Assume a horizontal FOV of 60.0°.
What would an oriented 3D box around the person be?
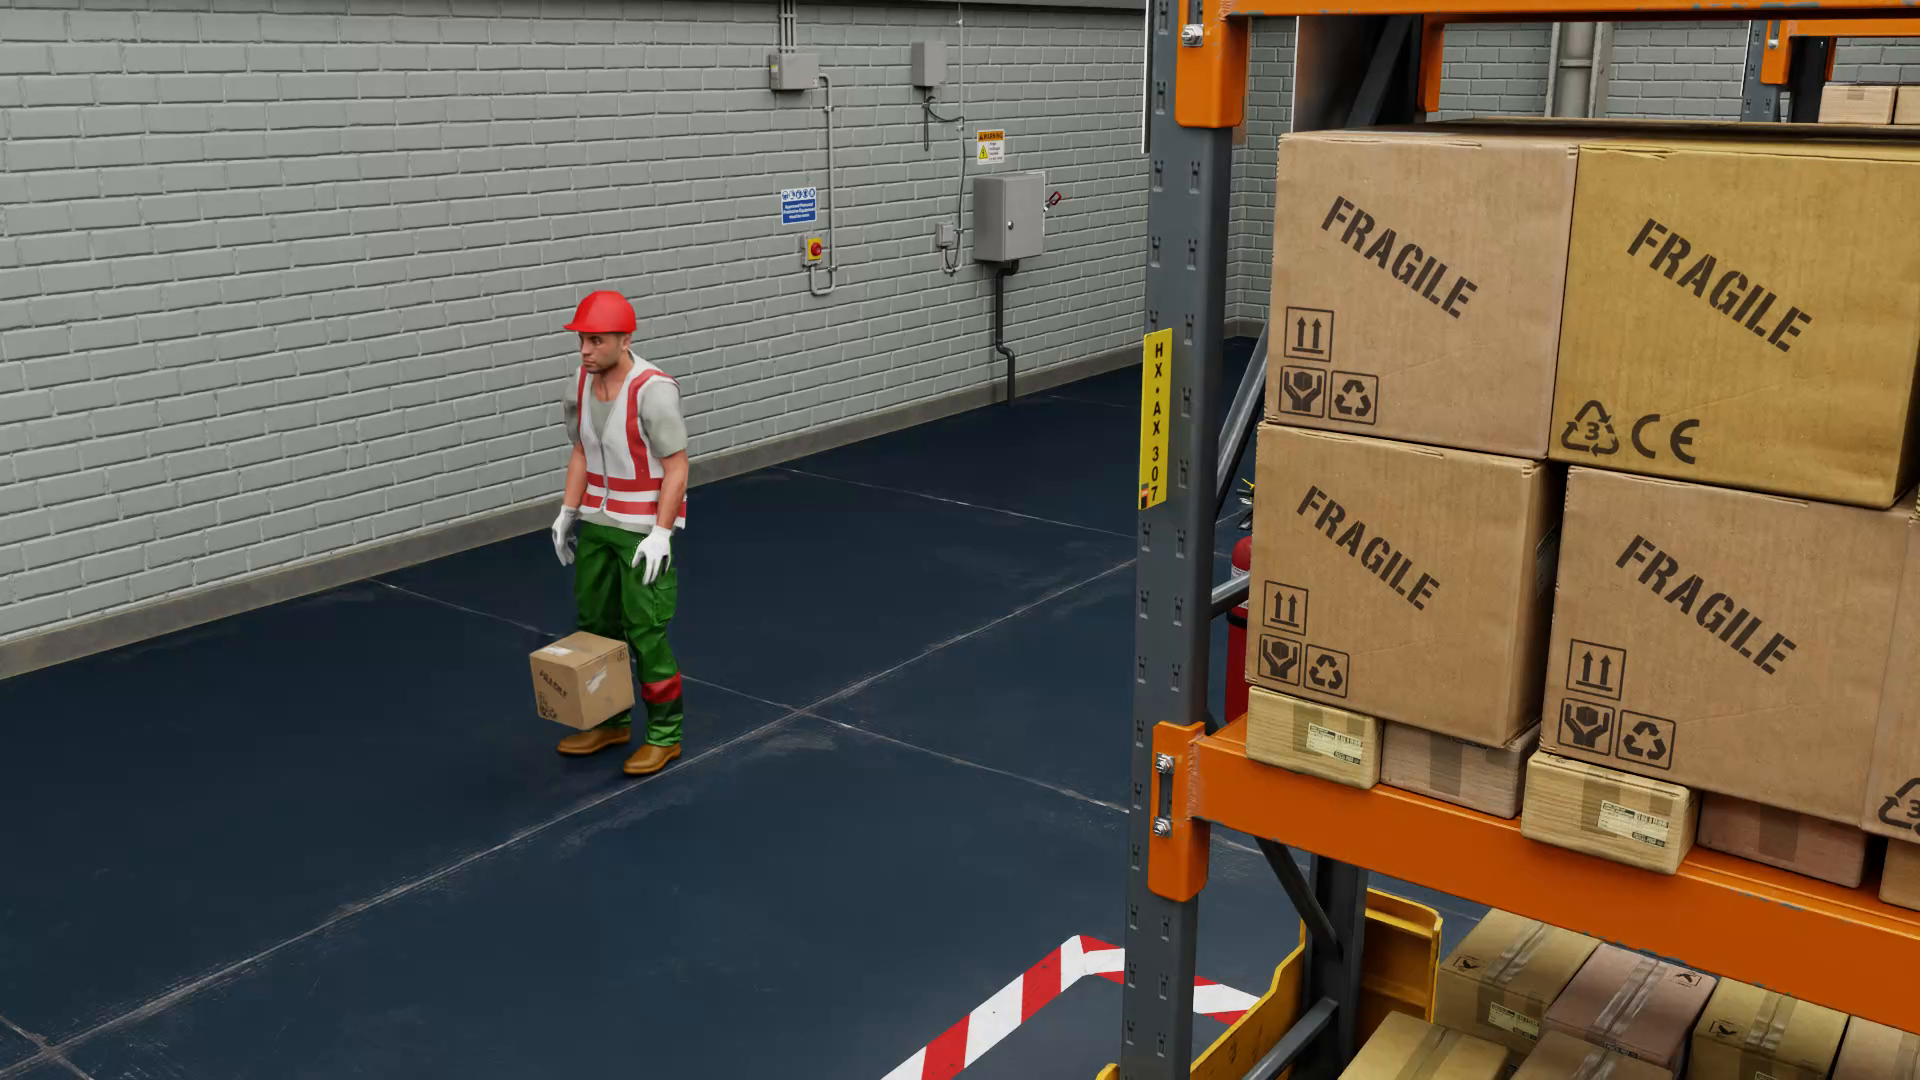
[{"bbox_3d":[-1.235,-0.031,6.107,0.558,1.783,0.427,11,20,33],"label":"person"}]
